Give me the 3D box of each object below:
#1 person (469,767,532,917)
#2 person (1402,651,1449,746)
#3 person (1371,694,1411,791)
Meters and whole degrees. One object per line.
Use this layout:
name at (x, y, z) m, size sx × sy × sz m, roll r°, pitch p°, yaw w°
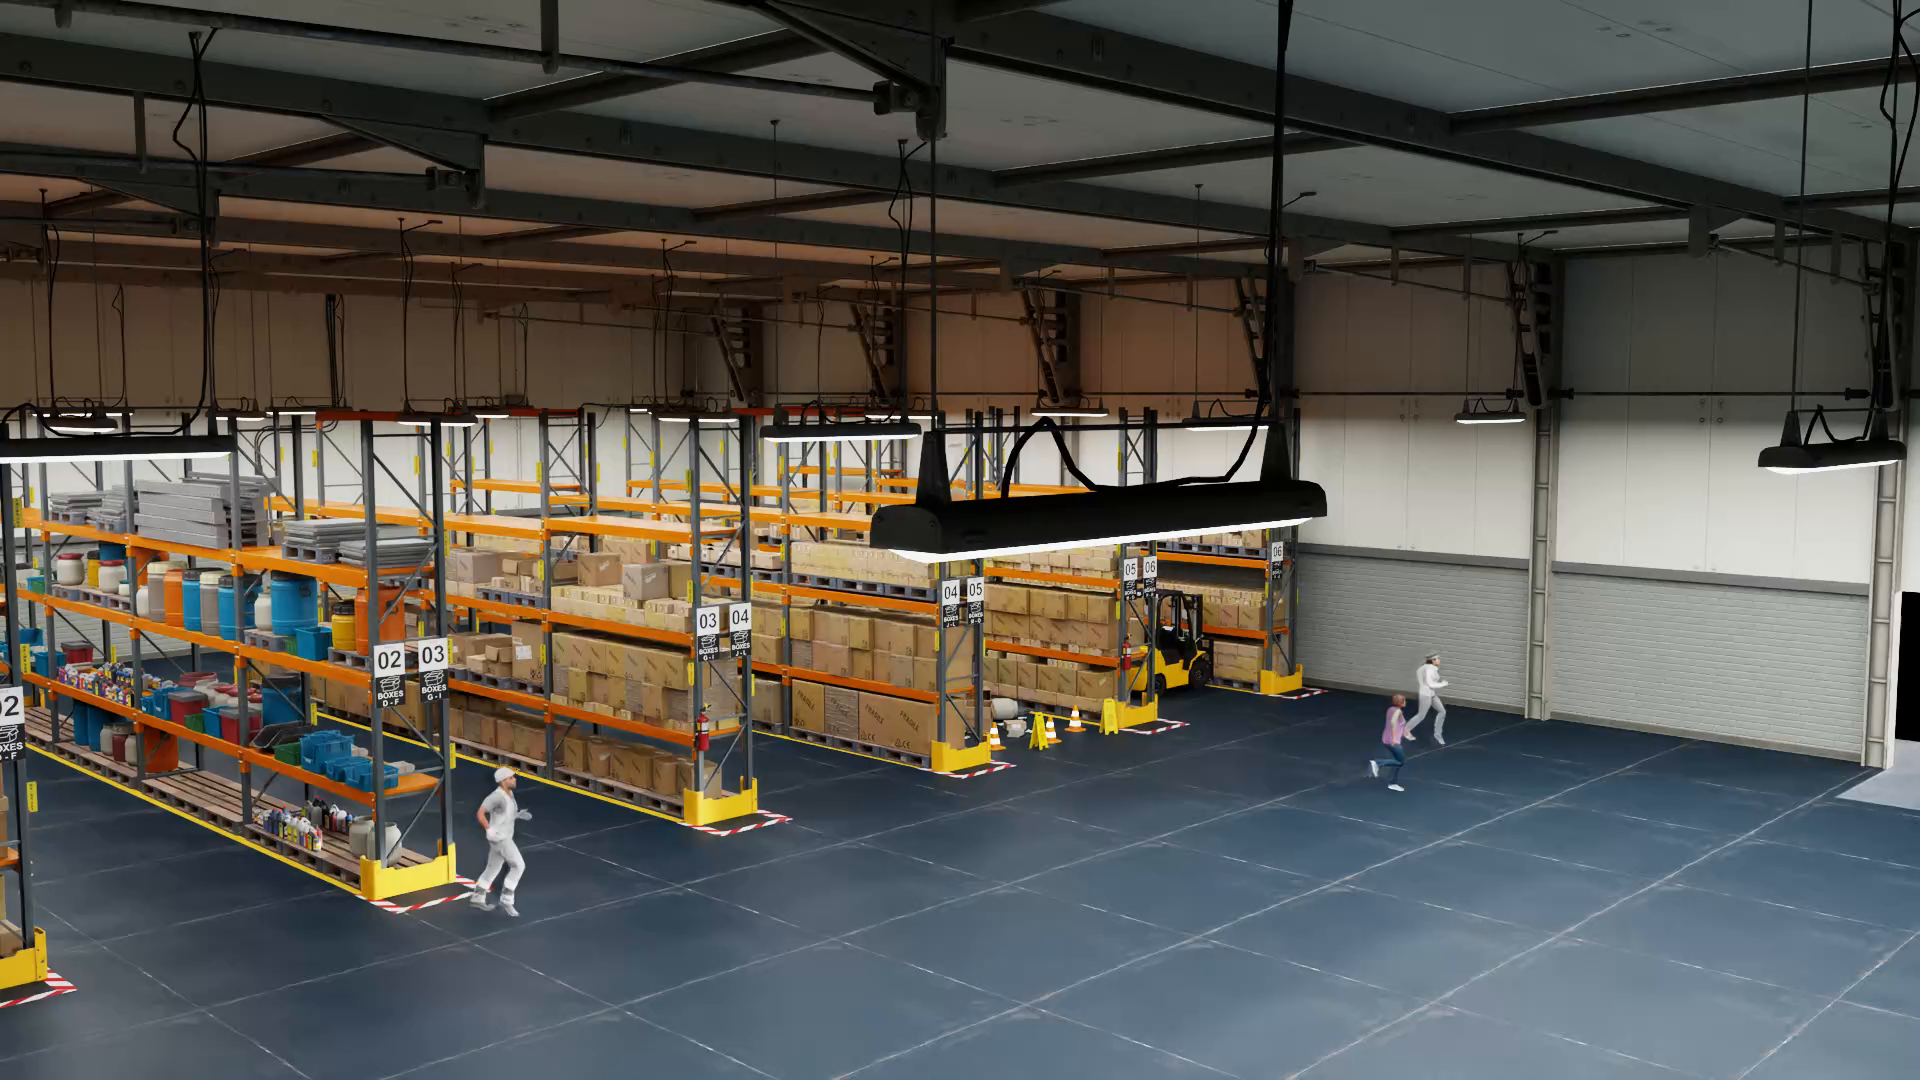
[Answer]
person at (-5.586, 3.660, 20.200) m, size 0.753 × 1.833 × 0.653 m, roll -1°, pitch 5°, yaw -9°
person at (8.391, 2.846, 29.994) m, size 0.828 × 1.720 × 0.638 m, roll 2°, pitch 5°, yaw 20°
person at (6.903, 3.233, 26.509) m, size 0.604 × 1.556 × 0.570 m, roll 0°, pitch 5°, yaw 0°
